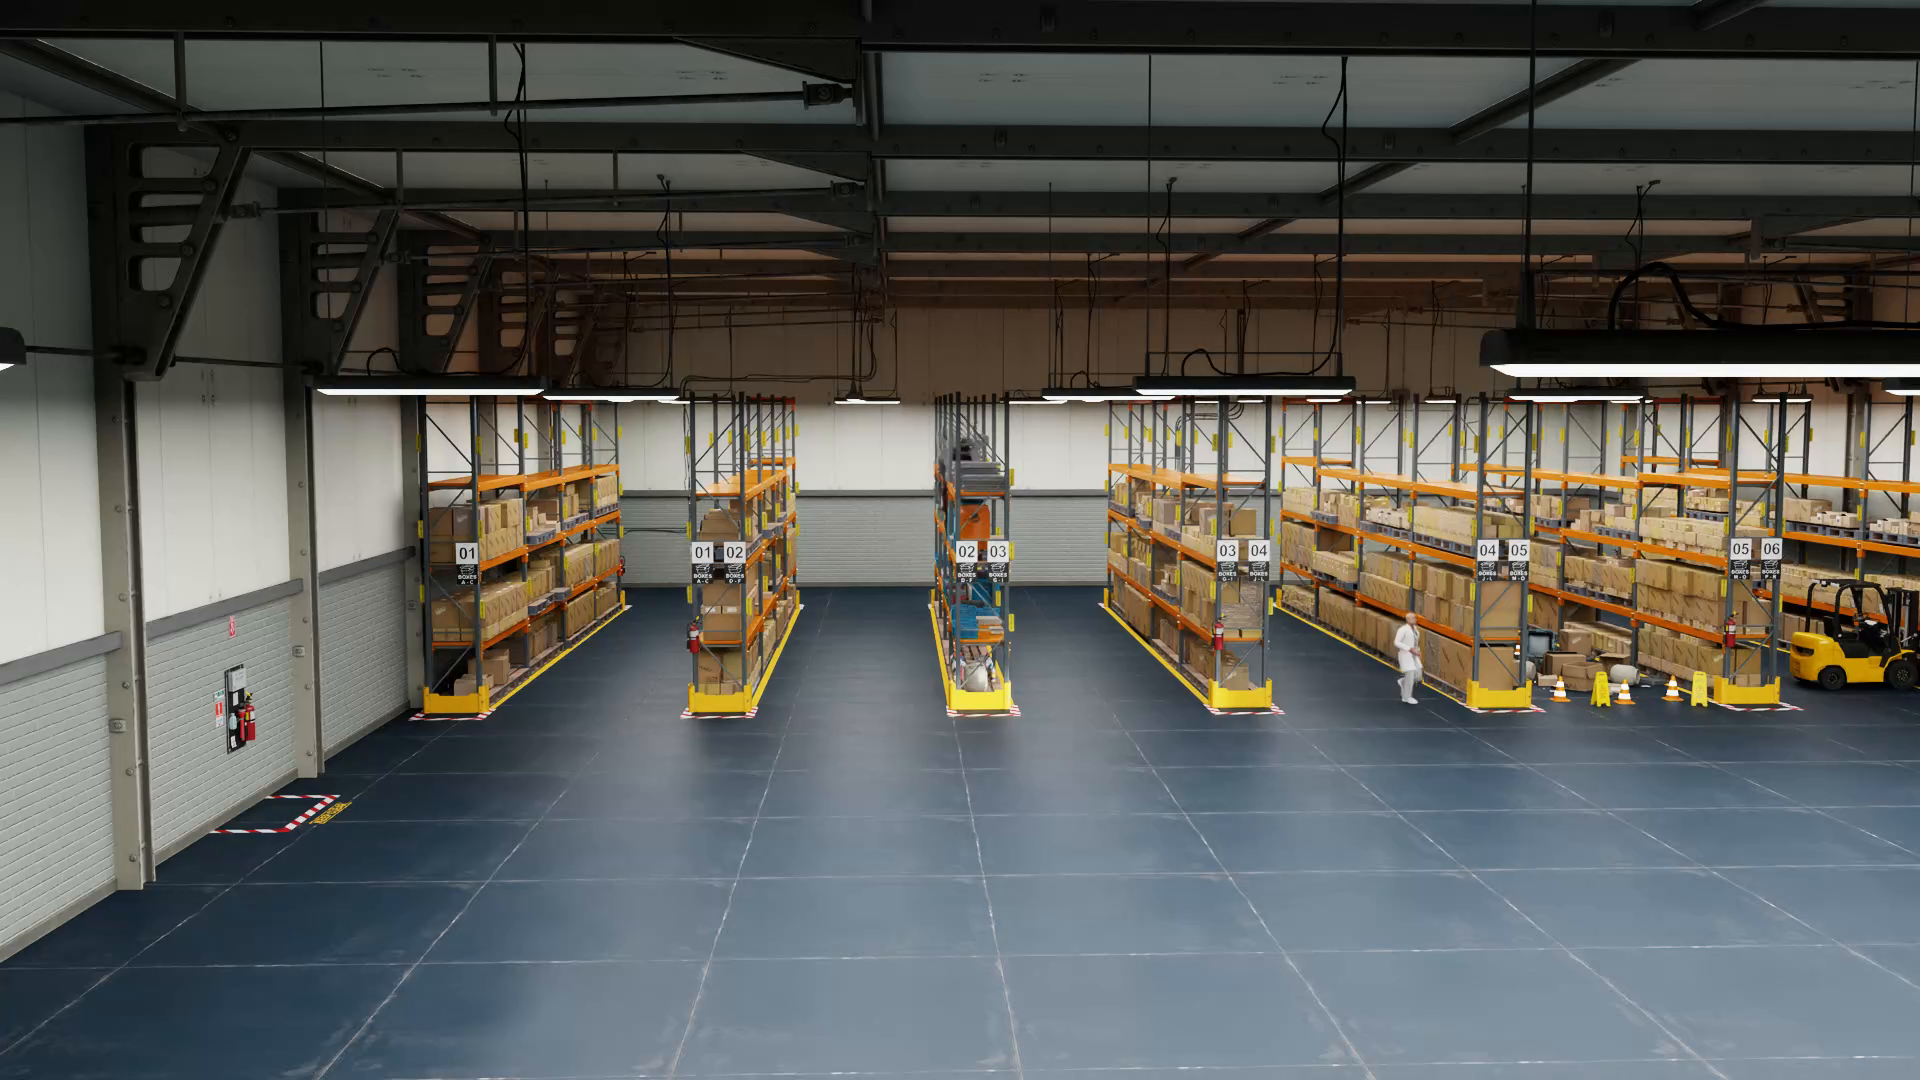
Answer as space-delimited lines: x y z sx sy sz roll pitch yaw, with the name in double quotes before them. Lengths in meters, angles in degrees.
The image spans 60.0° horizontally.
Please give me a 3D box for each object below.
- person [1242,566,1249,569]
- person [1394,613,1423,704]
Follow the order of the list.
"person" 8.102 1.101 47.783 0.618 1.633 0.558 2 5 20
"person" 8.670 2.283 32.168 0.702 1.749 0.679 -3 6 -36
